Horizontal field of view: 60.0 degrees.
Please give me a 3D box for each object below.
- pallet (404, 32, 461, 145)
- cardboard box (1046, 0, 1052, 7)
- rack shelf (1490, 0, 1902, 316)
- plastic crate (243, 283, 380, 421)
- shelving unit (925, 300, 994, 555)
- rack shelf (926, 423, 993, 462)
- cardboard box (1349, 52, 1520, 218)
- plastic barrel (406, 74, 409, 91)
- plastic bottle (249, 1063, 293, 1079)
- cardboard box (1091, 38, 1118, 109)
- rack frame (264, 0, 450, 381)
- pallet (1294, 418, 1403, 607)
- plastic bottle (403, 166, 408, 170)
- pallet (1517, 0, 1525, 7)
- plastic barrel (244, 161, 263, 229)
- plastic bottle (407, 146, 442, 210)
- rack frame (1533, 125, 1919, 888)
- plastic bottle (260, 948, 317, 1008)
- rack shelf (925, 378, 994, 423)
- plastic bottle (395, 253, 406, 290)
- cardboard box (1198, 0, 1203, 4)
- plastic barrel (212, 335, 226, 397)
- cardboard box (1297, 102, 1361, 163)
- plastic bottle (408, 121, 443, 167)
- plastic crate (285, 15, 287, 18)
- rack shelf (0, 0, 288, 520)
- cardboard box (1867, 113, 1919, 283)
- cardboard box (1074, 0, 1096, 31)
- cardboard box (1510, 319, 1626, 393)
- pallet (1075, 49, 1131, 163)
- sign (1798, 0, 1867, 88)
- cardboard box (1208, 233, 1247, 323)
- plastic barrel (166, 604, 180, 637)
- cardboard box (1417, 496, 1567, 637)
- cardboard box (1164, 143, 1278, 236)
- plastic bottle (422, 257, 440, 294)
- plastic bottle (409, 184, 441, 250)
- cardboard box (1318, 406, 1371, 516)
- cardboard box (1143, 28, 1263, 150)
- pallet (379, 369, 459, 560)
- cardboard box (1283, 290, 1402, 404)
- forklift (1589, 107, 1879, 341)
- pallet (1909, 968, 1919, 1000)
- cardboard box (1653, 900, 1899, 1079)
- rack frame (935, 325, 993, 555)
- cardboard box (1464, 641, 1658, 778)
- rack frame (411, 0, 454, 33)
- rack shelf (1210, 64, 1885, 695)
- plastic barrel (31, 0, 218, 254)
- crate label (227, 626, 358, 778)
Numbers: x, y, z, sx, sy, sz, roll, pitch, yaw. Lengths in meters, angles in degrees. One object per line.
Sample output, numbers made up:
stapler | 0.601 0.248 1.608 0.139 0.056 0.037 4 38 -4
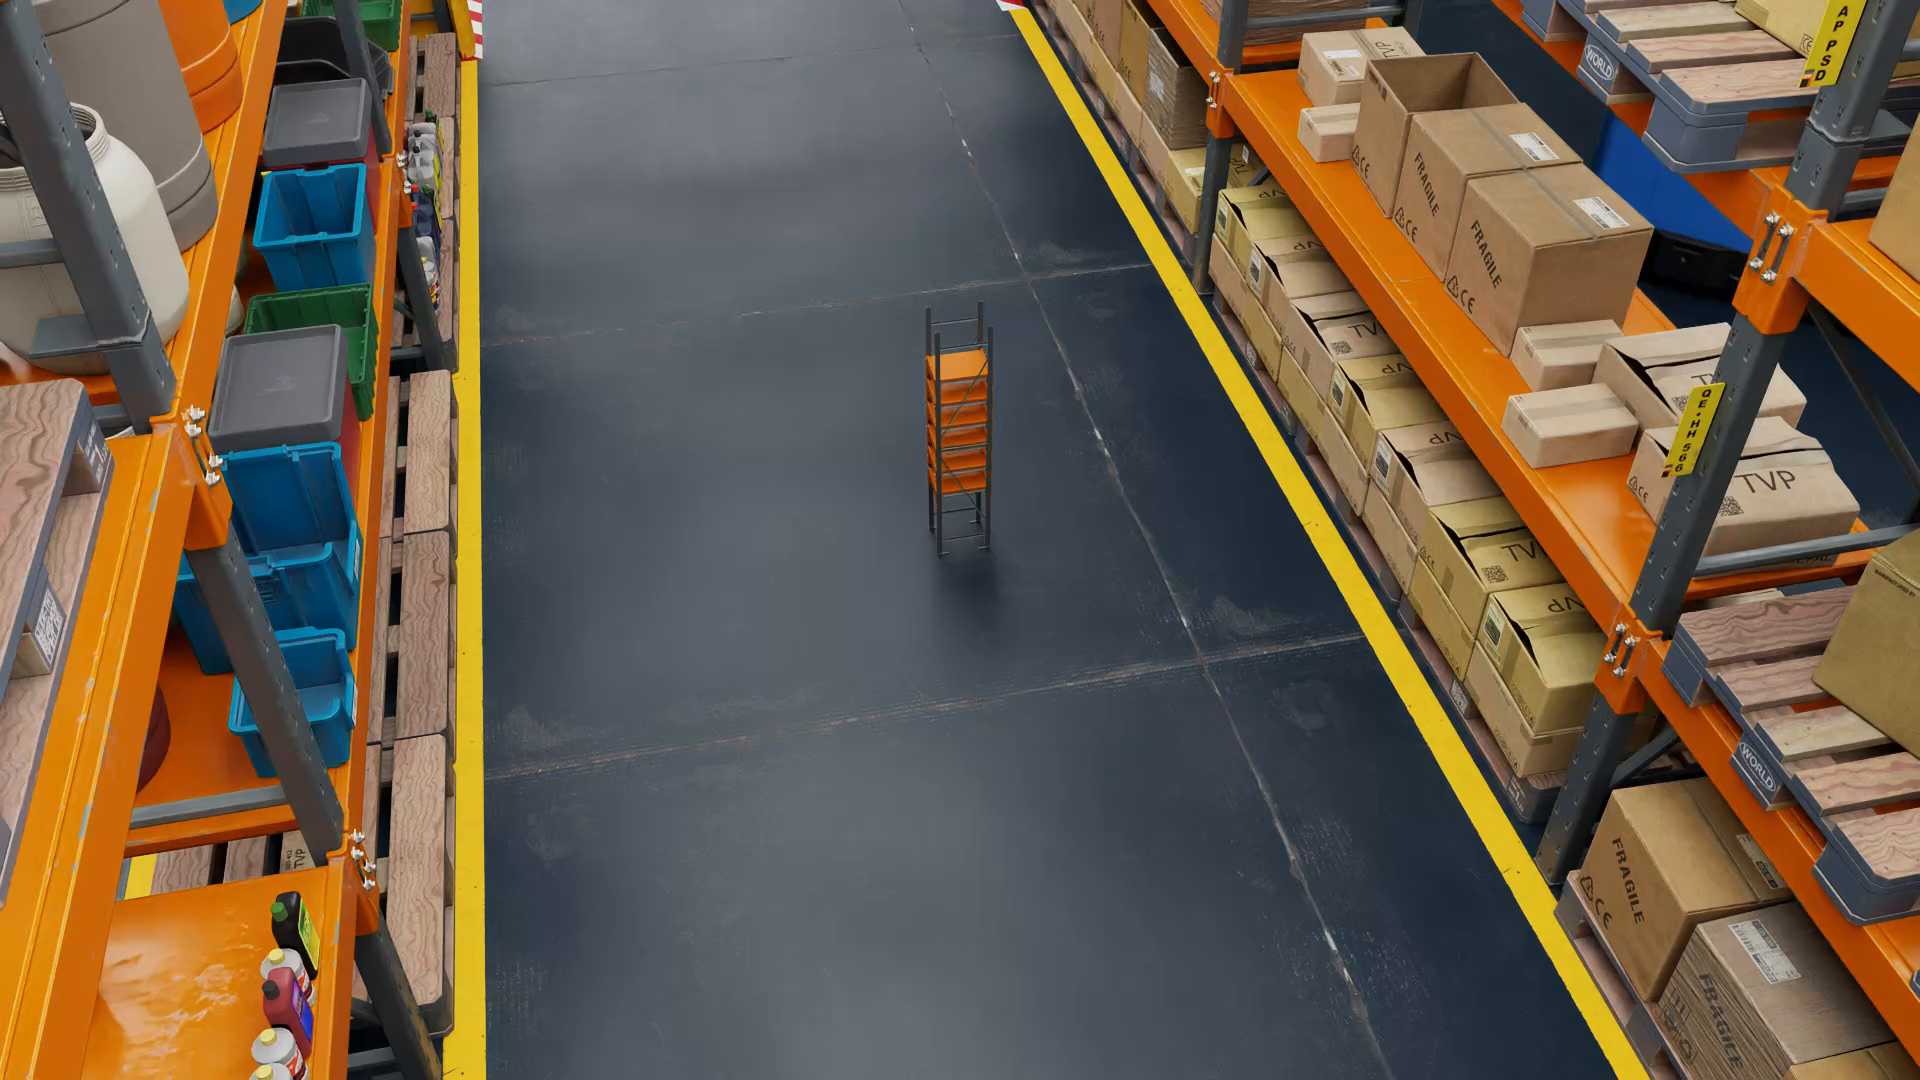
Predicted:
pallet | -3.699 -2.825 10.555 1.003 0.211 1.213 -8 42 -9
cardboard box | 0.805 -3.894 11.414 0.500 0.250 0.500 -8 42 -9
rack shelf | 2.201 -2.108 5.930 1.077 0.370 4.000 -8 42 -9
plastic crate | -2.416 -0.677 6.195 0.450 0.188 0.662 -8 42 -9
shelving unit | -0.003 -0.458 7.144 0.258 1.200 0.189 -8 42 -9
rack shelf | -0.003 -0.425 7.174 0.258 0.103 0.180 -8 42 -9
cardboard box | 2.033 -1.748 7.166 0.500 0.500 0.500 -6 42 -6
plastic barrel | -3.606 -2.924 10.124 0.421 0.512 0.421 0 42 0
plastic bottle | -1.623 1.313 3.942 0.097 0.201 0.097 0 42 0
cardboard box | 1.127 -2.922 10.319 0.500 0.250 0.500 -8 42 -9
rack frame | -3.068 -1.845 7.350 1.000 3.000 0.127 -8 42 -9
pallet | 2.233 -0.245 7.649 1.003 0.211 1.213 -8 42 -9
plastic bottle | -3.118 -2.018 9.322 0.097 0.201 0.097 0 42 0
pallet | 2.155 -2.162 5.591 1.003 0.211 1.213 -7 42 -7
plastic barrel | -3.280 -1.738 6.853 0.600 0.901 0.708 -8 42 -9
plastic bottle | -2.969 -1.999 9.188 0.144 0.351 0.185 -9 42 -10
rack frame | 2.633 0.041 5.226 1.000 3.000 0.127 -8 42 -9
plastic bottle | -1.694 1.101 4.182 0.097 0.201 0.097 0 42 0
rack shelf | -0.003 -0.604 7.014 0.258 0.103 0.180 -8 42 -9
plastic bottle | -2.909 -1.453 8.624 0.061 0.283 0.133 -8 42 -9
cardboard box | 1.547 -3.217 8.821 0.700 0.500 0.500 -9 42 -10
plastic barrel | -2.917 -0.768 6.036 0.433 0.535 0.433 0 42 0
cardboard box | 1.761 -1.855 7.551 0.380 0.149 0.250 -8 42 -9
plastic bottle | -3.079 -2.289 9.571 0.152 0.276 0.135 -8 42 -9
plastic crate | -3.572 -2.468 8.164 0.499 0.251 0.616 -8 42 -9
rack shelf | -2.636 -1.401 5.133 1.077 0.370 4.000 -8 42 -9
cardboard box | 2.760 -0.841 3.884 0.910 0.500 0.500 -8 42 -9
cardboard box | 1.035 -3.529 10.437 0.500 0.500 0.500 -8 42 -9
cardboard box | 2.303 -0.684 6.232 0.380 0.149 0.250 -5 42 -6
pallet | 1.372 -2.823 10.553 1.003 0.211 1.213 -8 42 -9
sign | 2.089 -1.230 3.949 0.100 0.325 0.005 -8 42 -9
cardboard box | 1.615 -1.384 8.586 0.500 0.250 0.500 -9 42 -10
plastic barrel | -2.635 0.070 5.109 0.421 0.512 0.421 0 42 0
cardboard box | 2.161 0.062 6.535 0.500 0.311 0.500 -9 42 -10
cardboard box | 1.456 -1.950 9.224 0.500 0.250 0.500 -8 42 -9
plastic bottle | -2.753 -1.364 8.585 0.097 0.201 0.097 0 42 0
plastic bottle | -2.878 -1.724 8.878 0.144 0.351 0.185 -10 43 -11
cardboard box | 1.947 -0.387 7.463 0.500 0.250 0.500 -8 42 -8
cardboard box | 1.359 -2.556 9.342 0.500 0.500 0.500 -8 42 -9
pallet | -2.861 -0.298 7.709 1.003 0.211 1.213 -8 42 -9
cardboard box | 1.831 -0.926 7.648 0.500 0.311 0.500 -10 43 -11
forklift | 4.929 -2.467 8.103 3.031 2.935 1.130 22 46 23
pallet | 3.057 1.372 3.871 1.003 0.211 1.213 -8 42 -9
cardboard box | 2.571 1.486 5.150 0.500 0.500 0.500 -10 43 -11
rack frame | 0.017 -0.399 7.077 0.240 1.200 0.006 -8 42 -9
cardboard box | 2.281 0.606 6.345 0.500 0.250 0.500 -7 42 -8
rack frame | -3.931 -4.438 10.271 1.000 3.000 0.127 -8 42 -9
rack shelf | 2.201 -0.987 6.926 1.077 0.370 4.000 -8 42 -9
plastic barrel | -2.170 -1.125 3.902 0.600 0.901 0.600 0 42 0
crate label | -1.929 0.484 4.853 0.303 0.233 0.416 -8 42 -9
